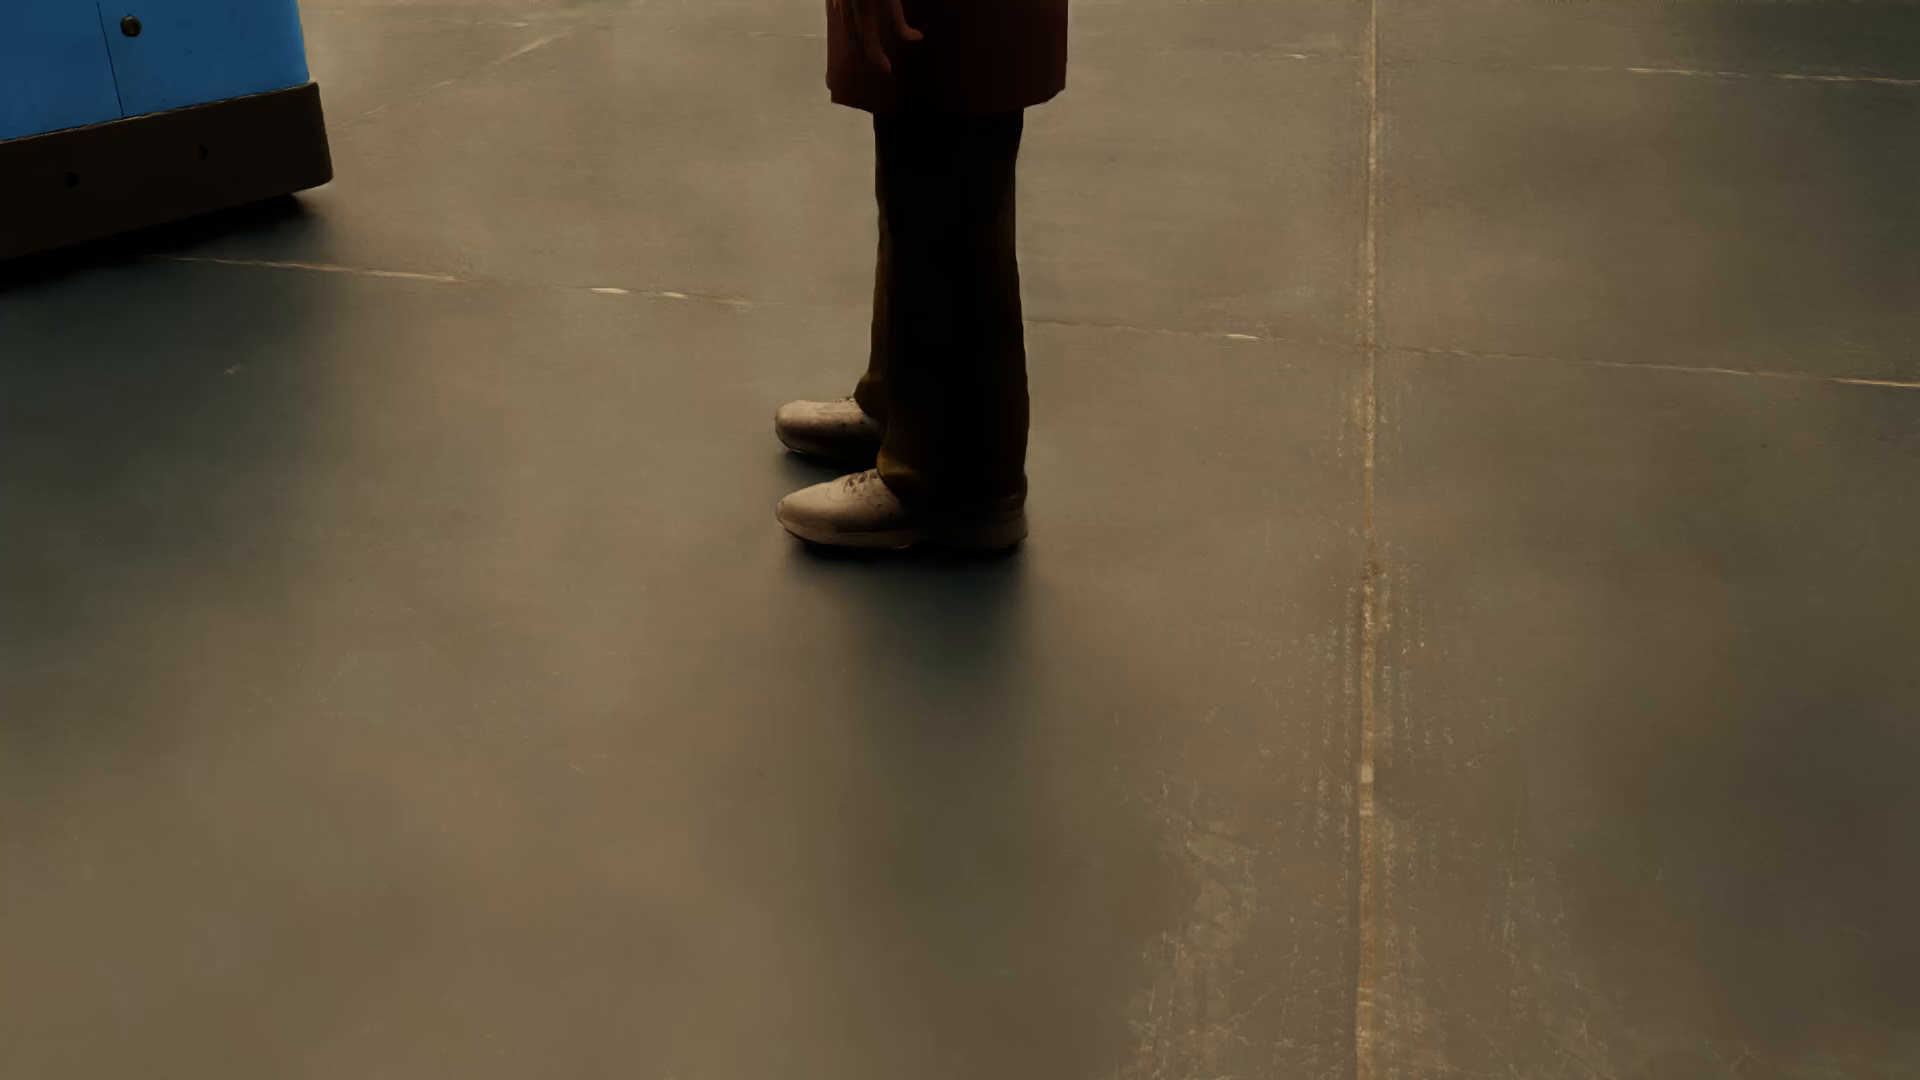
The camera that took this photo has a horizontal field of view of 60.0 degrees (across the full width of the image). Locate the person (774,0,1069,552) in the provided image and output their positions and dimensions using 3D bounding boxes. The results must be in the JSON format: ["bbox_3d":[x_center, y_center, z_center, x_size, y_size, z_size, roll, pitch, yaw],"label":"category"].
[{"bbox_3d":[-0.088,-0.811,2.118,0.580,1.776,0.694,6,27,11],"label":"person"}]

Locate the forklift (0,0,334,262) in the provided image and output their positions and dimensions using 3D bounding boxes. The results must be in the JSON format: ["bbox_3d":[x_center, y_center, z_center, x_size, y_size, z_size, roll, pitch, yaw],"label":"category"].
[{"bbox_3d":[-3.031,-2.357,3.917,3.031,2.935,1.130,19,32,32],"label":"forklift"}]
